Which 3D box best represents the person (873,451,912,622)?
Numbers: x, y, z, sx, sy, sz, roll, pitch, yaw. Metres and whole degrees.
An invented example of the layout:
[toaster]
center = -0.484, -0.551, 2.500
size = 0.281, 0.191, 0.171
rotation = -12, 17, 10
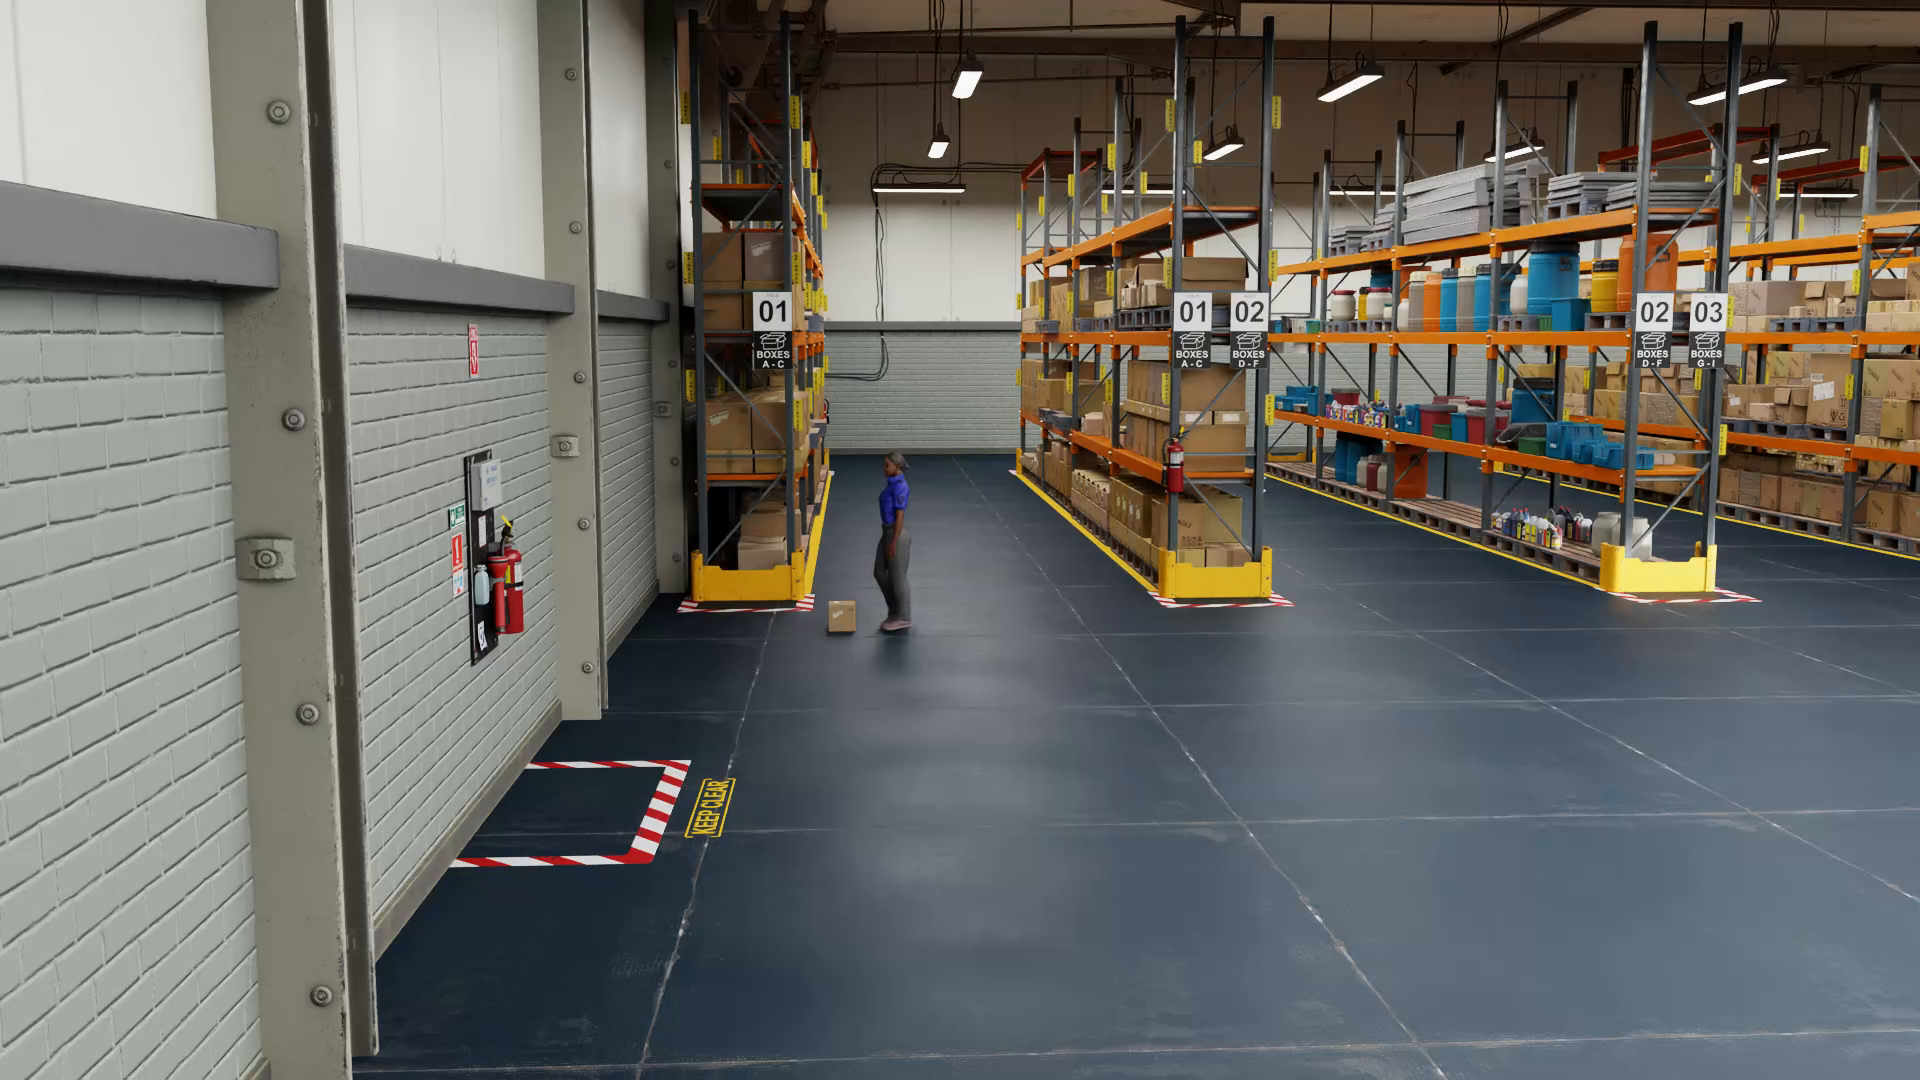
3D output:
[person]
center = -0.630, -0.039, 15.613
size = 0.343, 1.589, 0.485
rotation = -1, 7, -10
